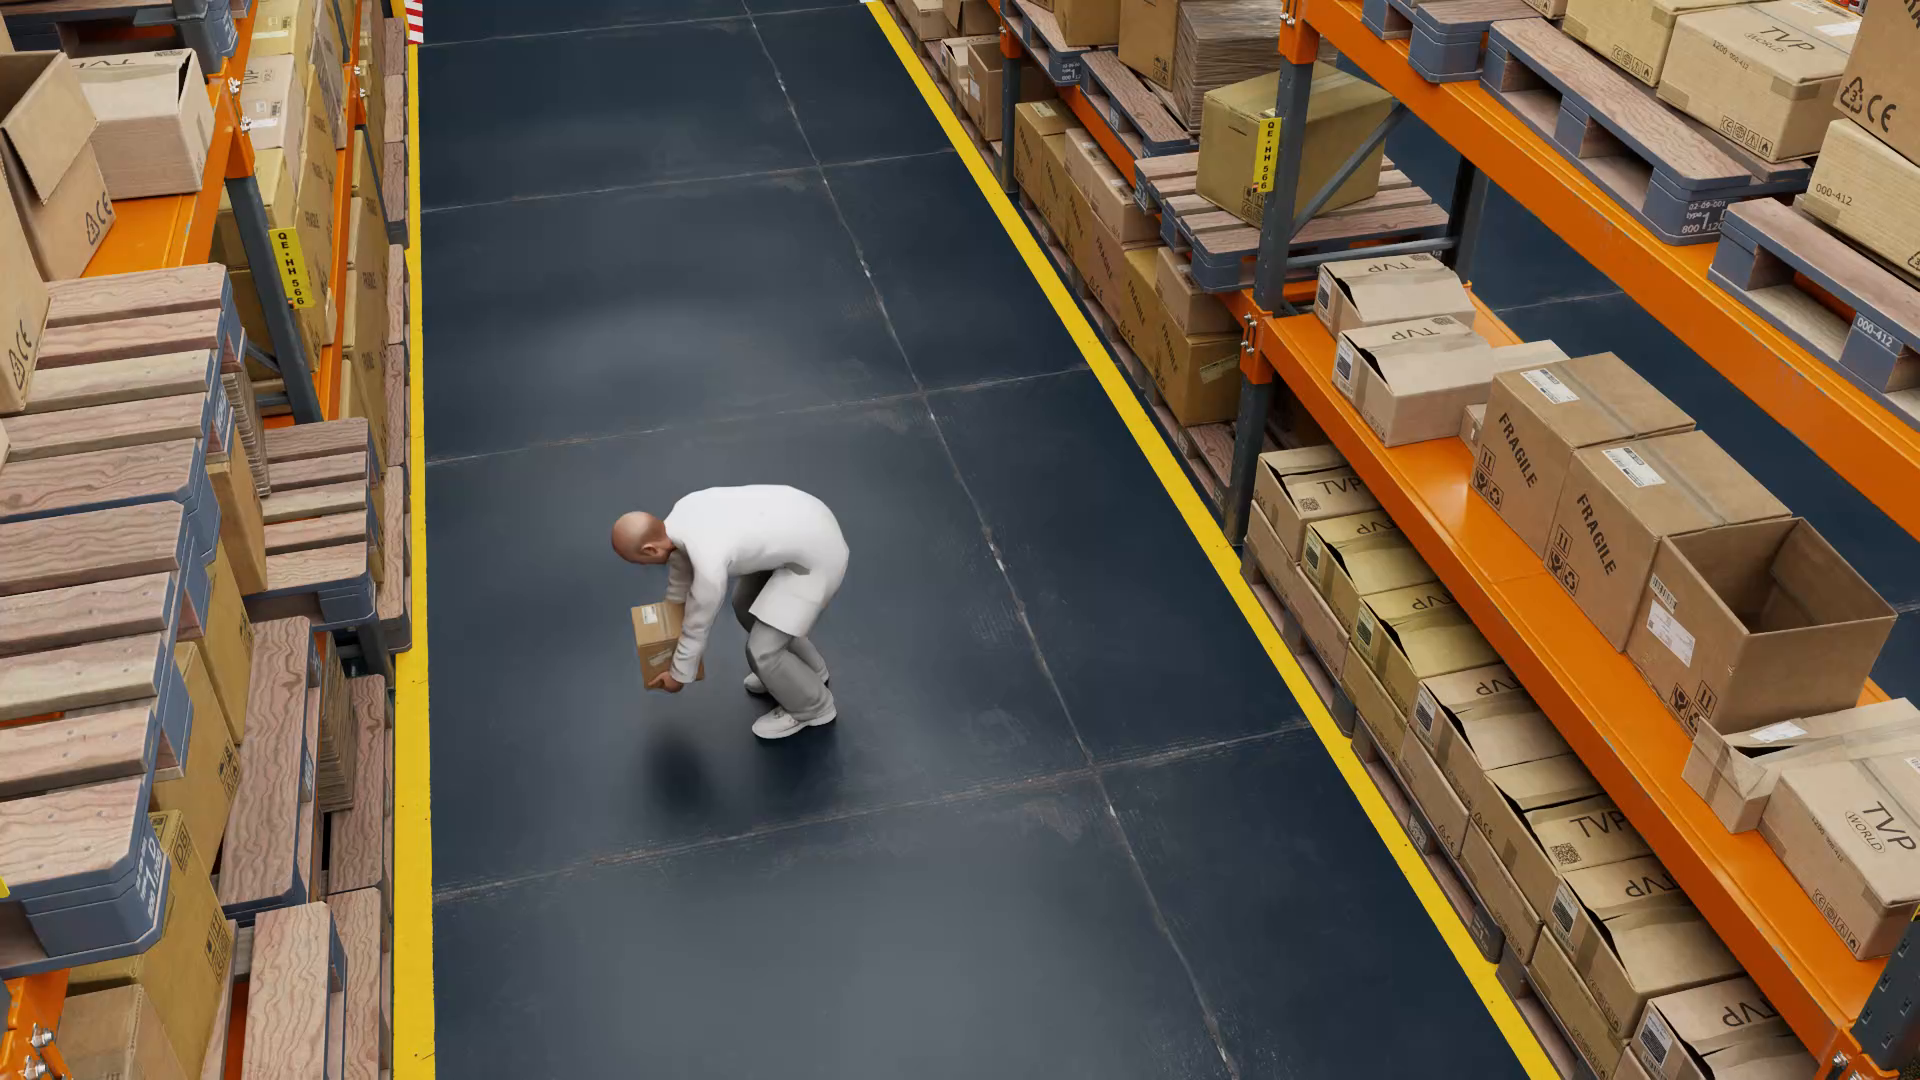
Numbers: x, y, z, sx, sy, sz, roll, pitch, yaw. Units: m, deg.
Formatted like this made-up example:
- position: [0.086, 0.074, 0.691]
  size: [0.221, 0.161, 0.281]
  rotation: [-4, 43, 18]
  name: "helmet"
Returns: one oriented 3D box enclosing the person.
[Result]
- position: [-0.912, 0.288, 6.859]
  size: [0.935, 1.160, 0.583]
  rotation: [-11, 39, -14]
  name: "person"
